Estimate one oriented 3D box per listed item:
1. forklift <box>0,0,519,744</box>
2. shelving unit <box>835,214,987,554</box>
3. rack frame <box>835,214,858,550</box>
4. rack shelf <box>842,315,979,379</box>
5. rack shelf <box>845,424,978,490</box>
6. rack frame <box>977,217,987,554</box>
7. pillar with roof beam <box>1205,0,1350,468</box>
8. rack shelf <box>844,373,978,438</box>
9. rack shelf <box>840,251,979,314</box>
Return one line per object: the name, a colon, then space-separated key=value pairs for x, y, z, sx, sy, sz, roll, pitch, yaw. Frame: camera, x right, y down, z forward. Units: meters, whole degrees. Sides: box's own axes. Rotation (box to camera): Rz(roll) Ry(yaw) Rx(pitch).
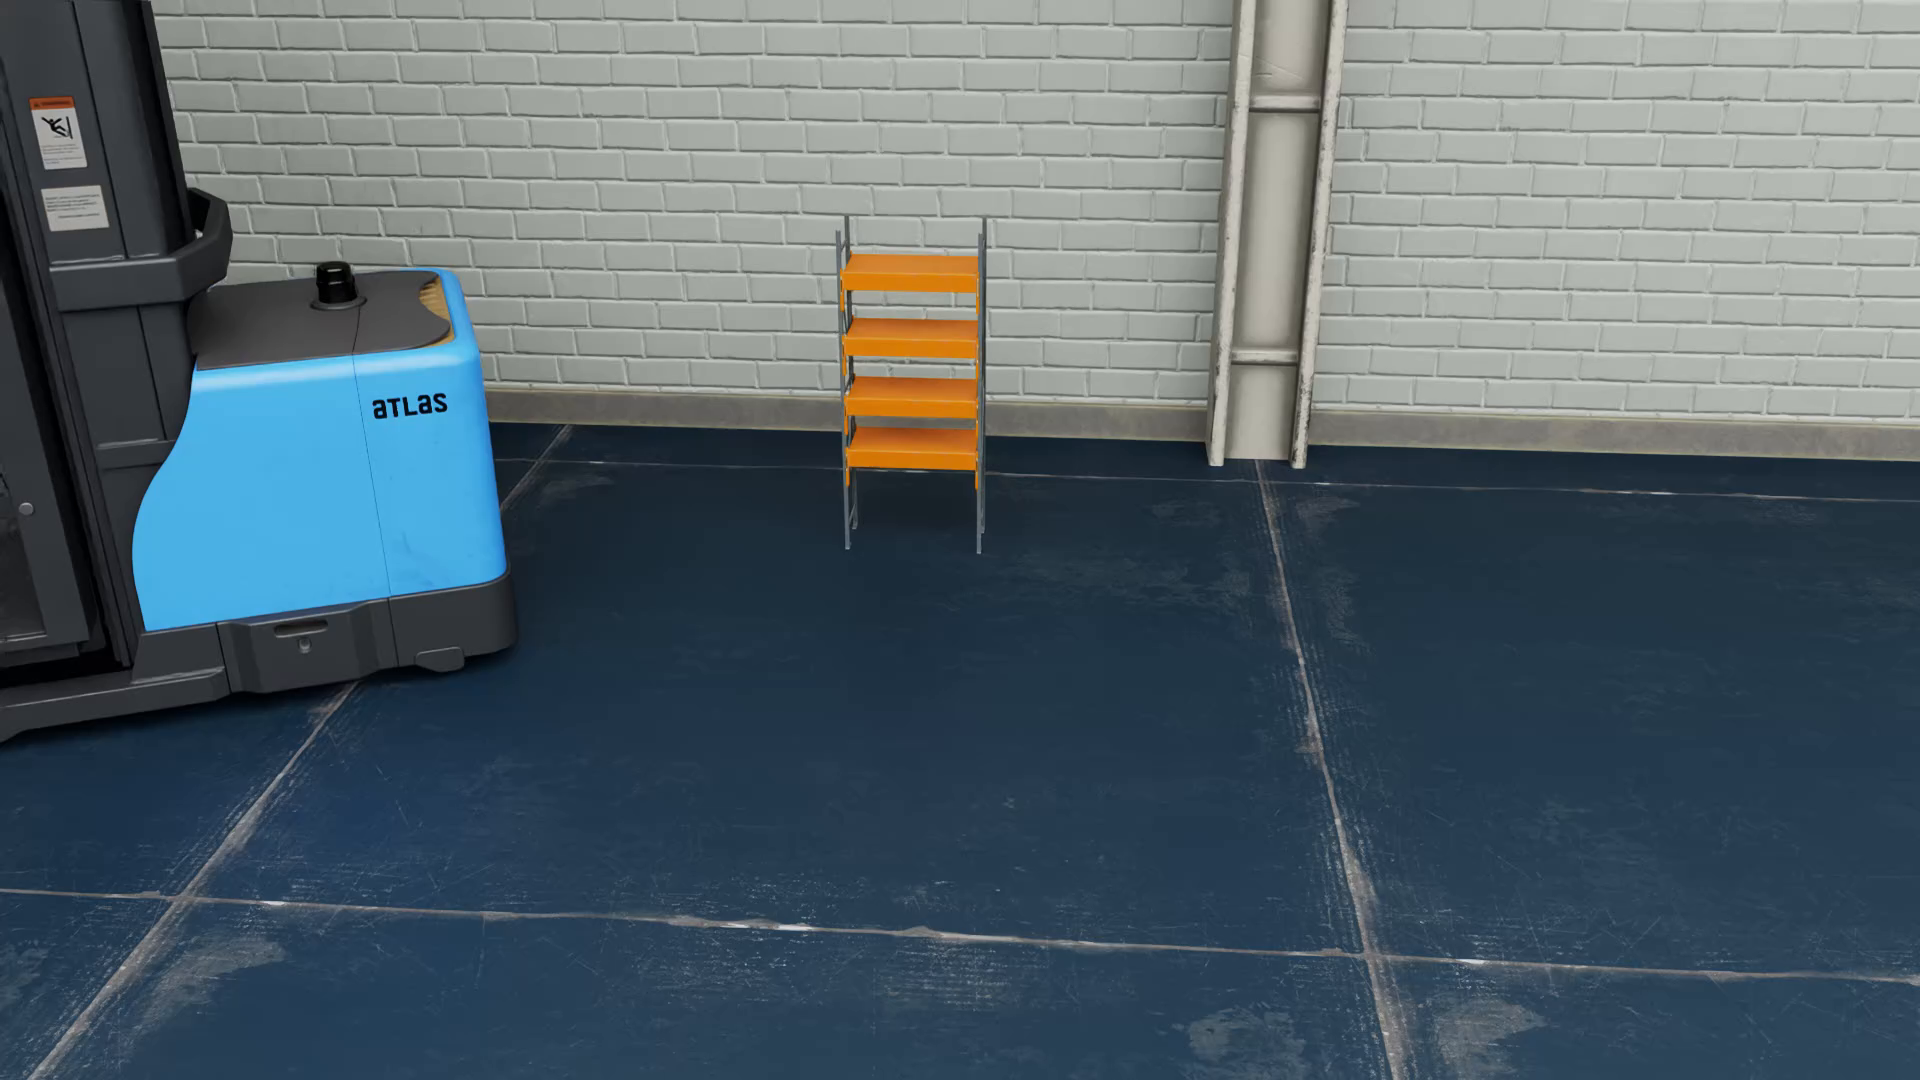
forklift: x=-3.004 y=-0.916 z=4.735 sx=3.031 sy=2.935 sz=1.130 roll=-8 pitch=26 yaw=-18
shelving unit: x=-0.165 y=-0.550 z=6.011 sx=0.503 sy=1.200 sz=0.258 roll=2 pitch=25 yaw=4
rack frame: x=-0.408 y=-0.558 z=6.028 sx=0.015 sy=1.200 sz=0.240 roll=2 pitch=25 yaw=4
rack shelf: x=-0.165 y=-0.692 z=5.945 sx=0.480 sy=0.148 sz=0.258 roll=2 pitch=25 yaw=4
rack shelf: x=-0.165 y=-0.309 z=6.122 sx=0.480 sy=0.148 sz=0.258 roll=2 pitch=25 yaw=4
rack frame: x=0.078 y=-0.543 z=5.994 sx=0.015 sy=1.200 sz=0.240 roll=2 pitch=25 yaw=4
pillar with roof beam: x=0.918 y=-2.662 z=1.269 sx=0.400 sy=9.000 sz=9.100 roll=2 pitch=25 yaw=4
rack shelf: x=-0.165 y=-0.489 z=6.039 sx=0.480 sy=0.148 sz=0.258 roll=2 pitch=25 yaw=4
rack shelf: x=-0.165 y=-0.907 z=5.846 sx=0.480 sy=0.148 sz=0.258 roll=2 pitch=25 yaw=4
